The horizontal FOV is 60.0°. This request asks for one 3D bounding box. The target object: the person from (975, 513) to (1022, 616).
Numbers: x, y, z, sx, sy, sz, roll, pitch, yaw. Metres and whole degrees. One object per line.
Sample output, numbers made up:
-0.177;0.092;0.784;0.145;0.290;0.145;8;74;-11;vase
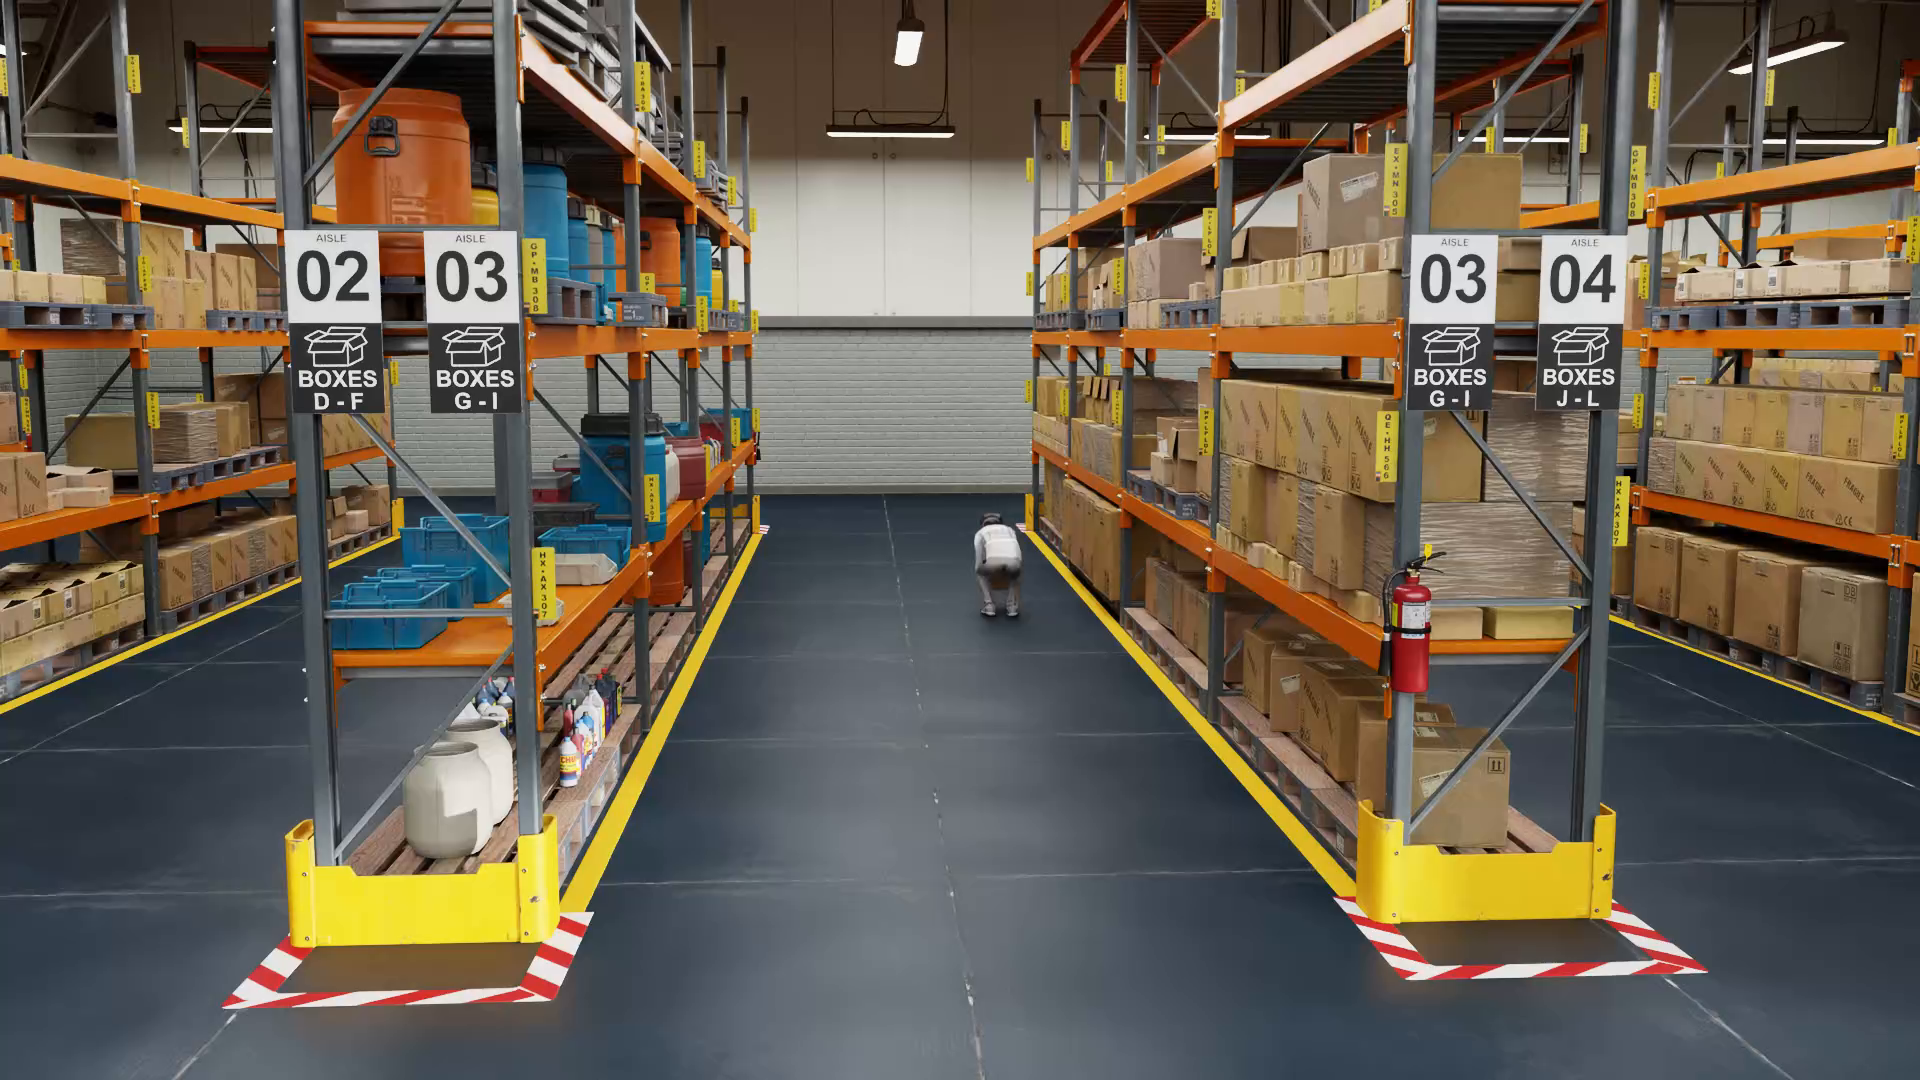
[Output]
0.382;0.248;16.579;0.457;0.980;0.890;-1;7;-6;person
